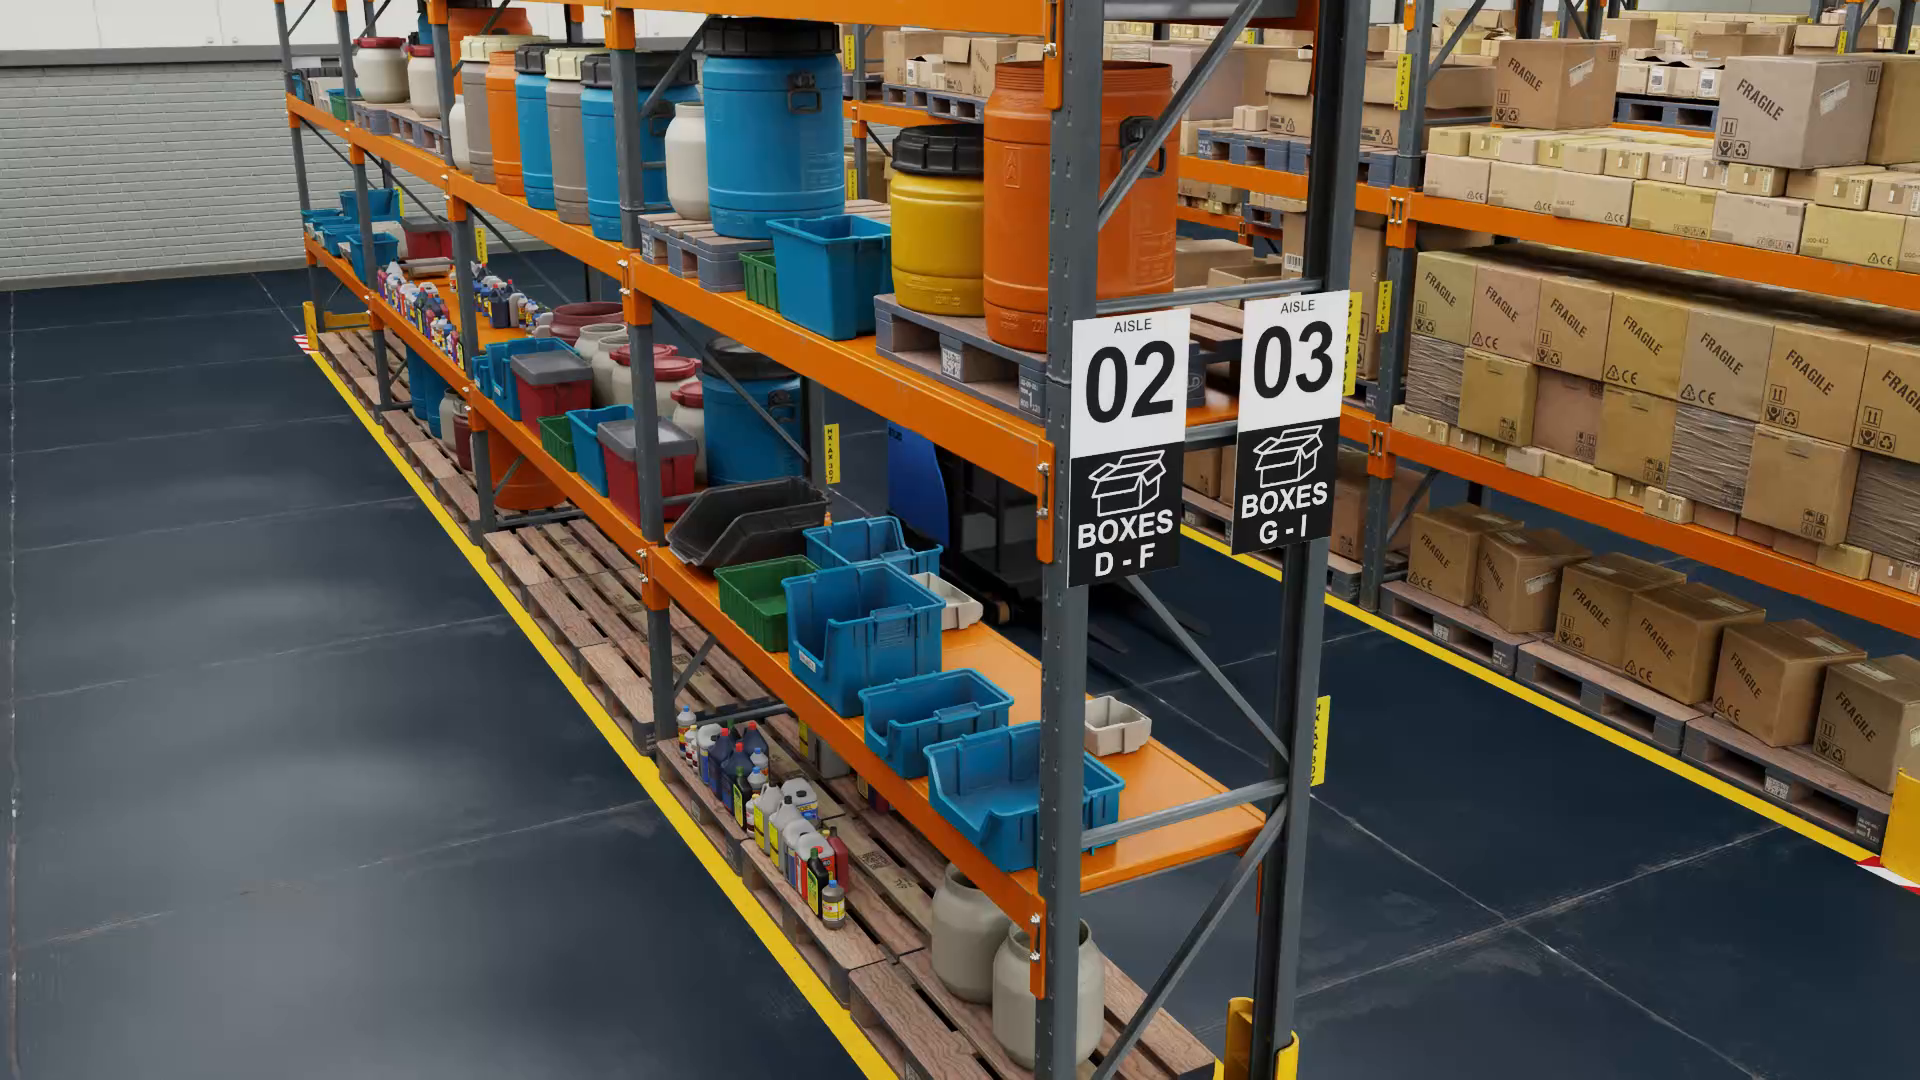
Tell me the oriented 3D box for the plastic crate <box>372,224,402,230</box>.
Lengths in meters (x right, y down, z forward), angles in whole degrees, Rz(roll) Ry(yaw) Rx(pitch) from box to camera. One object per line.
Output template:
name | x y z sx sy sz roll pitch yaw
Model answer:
plastic crate | -6.212 -3.306 17.925 0.396 0.136 0.243 -10 21 -27

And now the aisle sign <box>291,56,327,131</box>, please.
aisle sign | -7.179 -4.897 18.239 0.394 0.787 0.004 -10 21 -27

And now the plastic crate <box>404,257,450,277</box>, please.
plastic crate | -5.080 -2.605 15.894 0.396 0.136 0.243 -10 21 -27

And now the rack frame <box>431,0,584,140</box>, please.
rack frame | -3.085 -4.233 11.103 1.000 3.000 0.127 -10 21 -27

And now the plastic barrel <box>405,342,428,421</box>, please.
plastic barrel | -4.741 -1.593 15.223 0.600 0.901 0.708 -10 21 -27

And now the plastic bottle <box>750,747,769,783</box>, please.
plastic bottle | -0.992 1.152 8.203 0.097 0.271 0.097 0 19 0

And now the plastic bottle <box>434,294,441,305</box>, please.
plastic bottle | -4.300 -1.889 13.705 0.097 0.271 0.097 0 19 0

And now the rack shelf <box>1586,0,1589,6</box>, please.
rack shelf | 4.737 -5.784 17.315 1.077 0.370 4.000 -10 21 -27

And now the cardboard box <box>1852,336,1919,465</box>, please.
cardboard box | 4.594 -0.648 7.768 0.500 0.500 0.500 -10 21 -27

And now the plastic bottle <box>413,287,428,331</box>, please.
plastic bottle | -4.385 -1.895 13.601 0.144 0.351 0.185 -10 21 -27

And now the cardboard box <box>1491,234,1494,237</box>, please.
cardboard box | 5.525 -3.220 17.106 0.380 0.149 0.250 -9 21 -24

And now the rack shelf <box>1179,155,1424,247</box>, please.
rack shelf | 2.224 -2.668 12.269 1.077 0.370 4.000 -10 21 -27

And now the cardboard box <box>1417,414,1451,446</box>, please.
cardboard box | 3.118 -0.715 10.490 0.380 0.149 0.250 -10 21 -27

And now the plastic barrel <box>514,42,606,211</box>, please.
plastic barrel | -2.239 -2.392 9.597 0.600 0.901 0.708 -10 21 -27

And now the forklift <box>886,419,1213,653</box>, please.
forklift | 0.576 -0.986 10.997 1.130 2.935 3.031 -10 21 -26

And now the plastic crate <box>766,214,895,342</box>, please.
plastic crate | -0.456 -1.012 6.391 0.392 0.384 0.575 -10 21 -27

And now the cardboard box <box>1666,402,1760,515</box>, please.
cardboard box | 4.293 -0.493 8.852 0.875 0.500 0.500 -10 21 -27

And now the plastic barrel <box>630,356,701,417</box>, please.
plastic barrel | -1.795 -0.832 10.236 0.433 0.535 0.433 0 19 0

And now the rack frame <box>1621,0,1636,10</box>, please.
rack frame | 10.563 -9.602 26.661 1.000 3.000 0.127 -10 21 -27

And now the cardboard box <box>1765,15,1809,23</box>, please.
cardboard box | 12.011 -7.449 24.029 0.500 0.250 0.500 -10 21 -27

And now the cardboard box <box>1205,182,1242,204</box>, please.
cardboard box | 3.309 -4.335 19.986 0.500 0.500 0.500 -10 21 -27

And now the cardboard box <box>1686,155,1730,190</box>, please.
cardboard box | 3.966 -1.895 8.545 0.380 0.149 0.250 -11 22 -29

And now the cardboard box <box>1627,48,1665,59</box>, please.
cardboard box | 8.389 -5.936 20.351 0.380 0.166 0.250 -12 22 -30

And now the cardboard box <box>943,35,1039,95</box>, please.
cardboard box | 0.285 -4.413 15.420 0.797 0.503 0.637 -10 22 -27

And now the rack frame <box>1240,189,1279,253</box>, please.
rack frame | 3.788 -4.052 19.775 1.000 3.000 0.127 -10 21 -27

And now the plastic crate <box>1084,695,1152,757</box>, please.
plastic crate | 0.572 0.717 6.358 0.298 0.136 0.250 -10 21 -27

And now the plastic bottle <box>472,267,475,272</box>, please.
plastic bottle | -4.339 -2.319 14.943 0.152 0.276 0.135 -10 21 -27

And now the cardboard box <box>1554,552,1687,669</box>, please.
cardboard box | 3.971 0.418 10.011 0.500 0.500 0.500 -12 22 -31

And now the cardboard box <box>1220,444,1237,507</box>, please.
cardboard box | 2.425 -0.522 12.704 0.700 0.500 0.500 -12 22 -31

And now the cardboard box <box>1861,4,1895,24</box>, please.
cardboard box | 12.823 -7.351 23.234 0.396 0.266 0.258 -10 21 -27

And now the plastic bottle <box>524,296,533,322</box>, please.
plastic bottle | -3.514 -1.855 13.587 0.061 0.283 0.133 -10 21 -27

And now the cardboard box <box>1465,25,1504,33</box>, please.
cardboard box | 5.337 -5.104 16.900 0.396 0.266 0.258 -10 21 -27

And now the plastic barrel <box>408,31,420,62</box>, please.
plastic barrel | -4.372 -4.020 14.152 0.600 0.588 0.600 0 19 0

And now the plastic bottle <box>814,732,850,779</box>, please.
plastic bottle | -0.653 1.056 8.473 0.152 0.276 0.135 -10 21 -27

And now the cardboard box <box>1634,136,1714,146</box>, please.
cardboard box | 4.035 -2.193 9.407 0.380 0.149 0.250 -9 21 -25

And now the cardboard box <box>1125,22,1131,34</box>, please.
cardboard box | 2.342 -6.551 21.271 0.380 0.149 0.250 -9 21 -25

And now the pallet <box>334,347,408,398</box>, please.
pallet | -5.951 -1.783 17.474 1.003 0.211 1.213 -10 21 -27

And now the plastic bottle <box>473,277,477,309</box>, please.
plastic bottle | -4.201 -2.147 14.452 0.097 0.271 0.097 0 19 0

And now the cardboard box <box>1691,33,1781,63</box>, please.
cardboard box | 6.759 -4.159 14.536 0.500 0.500 0.500 -10 21 -27

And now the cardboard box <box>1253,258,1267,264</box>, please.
cardboard box | 3.728 -3.403 20.710 0.380 0.149 0.250 -9 21 -24

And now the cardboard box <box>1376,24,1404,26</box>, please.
cardboard box | 6.489 -7.473 24.525 0.500 0.250 0.500 -12 23 -32

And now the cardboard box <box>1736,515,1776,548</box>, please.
cardboard box | 4.286 -0.087 8.669 0.380 0.149 0.250 -10 21 -27

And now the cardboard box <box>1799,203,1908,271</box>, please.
cardboard box | 4.381 -1.457 7.886 0.500 0.250 0.500 -10 21 -26

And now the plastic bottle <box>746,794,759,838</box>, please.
plastic bottle | -0.964 1.301 7.878 0.097 0.201 0.097 0 19 0

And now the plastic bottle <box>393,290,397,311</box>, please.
plastic bottle | -4.849 -2.089 14.391 0.097 0.201 0.097 0 19 0

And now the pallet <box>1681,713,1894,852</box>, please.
pallet | 4.682 1.190 8.859 1.003 0.211 1.213 -10 21 -27

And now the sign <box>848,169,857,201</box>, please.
sign | -1.113 -3.673 17.228 0.100 0.325 0.005 -10 21 -27

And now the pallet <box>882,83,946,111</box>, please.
pallet | -0.147 -4.384 16.434 0.805 0.209 1.217 -11 22 -29

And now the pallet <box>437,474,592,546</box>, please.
pallet | -3.496 -0.299 13.173 1.003 0.211 1.213 -10 21 -27

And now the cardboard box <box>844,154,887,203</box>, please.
cardboard box | -1.079 -3.827 17.748 0.500 0.500 0.500 -9 21 -25

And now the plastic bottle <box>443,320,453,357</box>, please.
plastic bottle | -3.893 -1.544 12.706 0.097 0.271 0.097 0 19 0

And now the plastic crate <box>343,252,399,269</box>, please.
plastic crate | -5.752 -2.723 16.255 0.437 0.125 0.590 -10 21 -27

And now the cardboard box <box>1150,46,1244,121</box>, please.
cardboard box | 1.753 -3.402 12.372 0.500 0.500 0.500 -11 22 -28

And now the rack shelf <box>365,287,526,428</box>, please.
rack shelf | -4.035 -1.631 13.863 1.077 0.370 4.000 -10 21 -27
